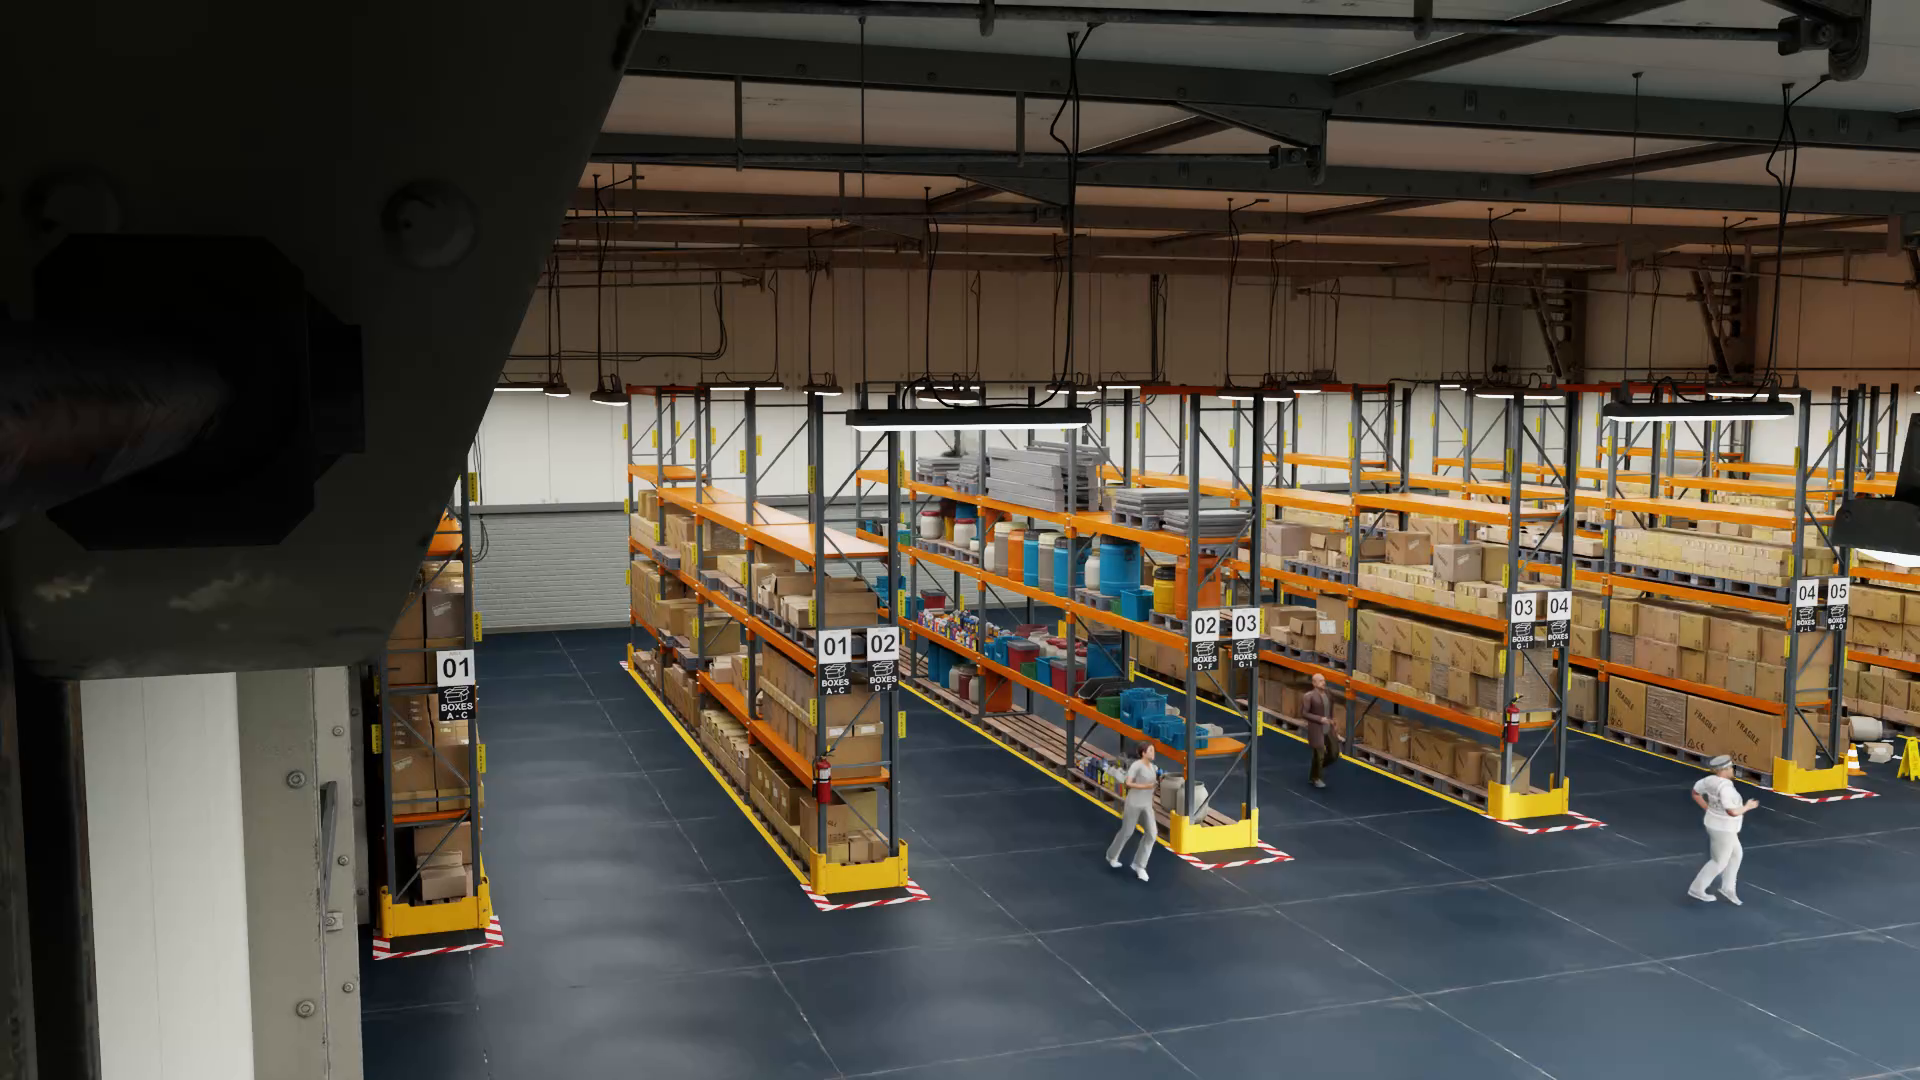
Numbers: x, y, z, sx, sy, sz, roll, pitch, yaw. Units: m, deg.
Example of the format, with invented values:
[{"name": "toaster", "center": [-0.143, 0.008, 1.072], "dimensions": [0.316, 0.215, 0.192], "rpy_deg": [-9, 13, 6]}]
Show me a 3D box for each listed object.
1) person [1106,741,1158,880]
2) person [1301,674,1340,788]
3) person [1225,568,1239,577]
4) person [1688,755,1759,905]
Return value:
[{"name": "person", "center": [2.257, 3.366, 20.940], "dimensions": [0.586, 1.669, 0.721], "rpy_deg": [-4, 7, -37]}, {"name": "person", "center": [5.451, 2.884, 25.067], "dimensions": [0.717, 1.721, 0.639], "rpy_deg": [-3, 6, -24]}, {"name": "person", "center": [6.524, 1.360, 40.496], "dimensions": [0.637, 1.596, 0.539], "rpy_deg": [4, 7, 36]}, {"name": "person", "center": [8.979, 3.435, 19.586], "dimensions": [0.748, 1.850, 0.640], "rpy_deg": [1, 6, 8]}]
